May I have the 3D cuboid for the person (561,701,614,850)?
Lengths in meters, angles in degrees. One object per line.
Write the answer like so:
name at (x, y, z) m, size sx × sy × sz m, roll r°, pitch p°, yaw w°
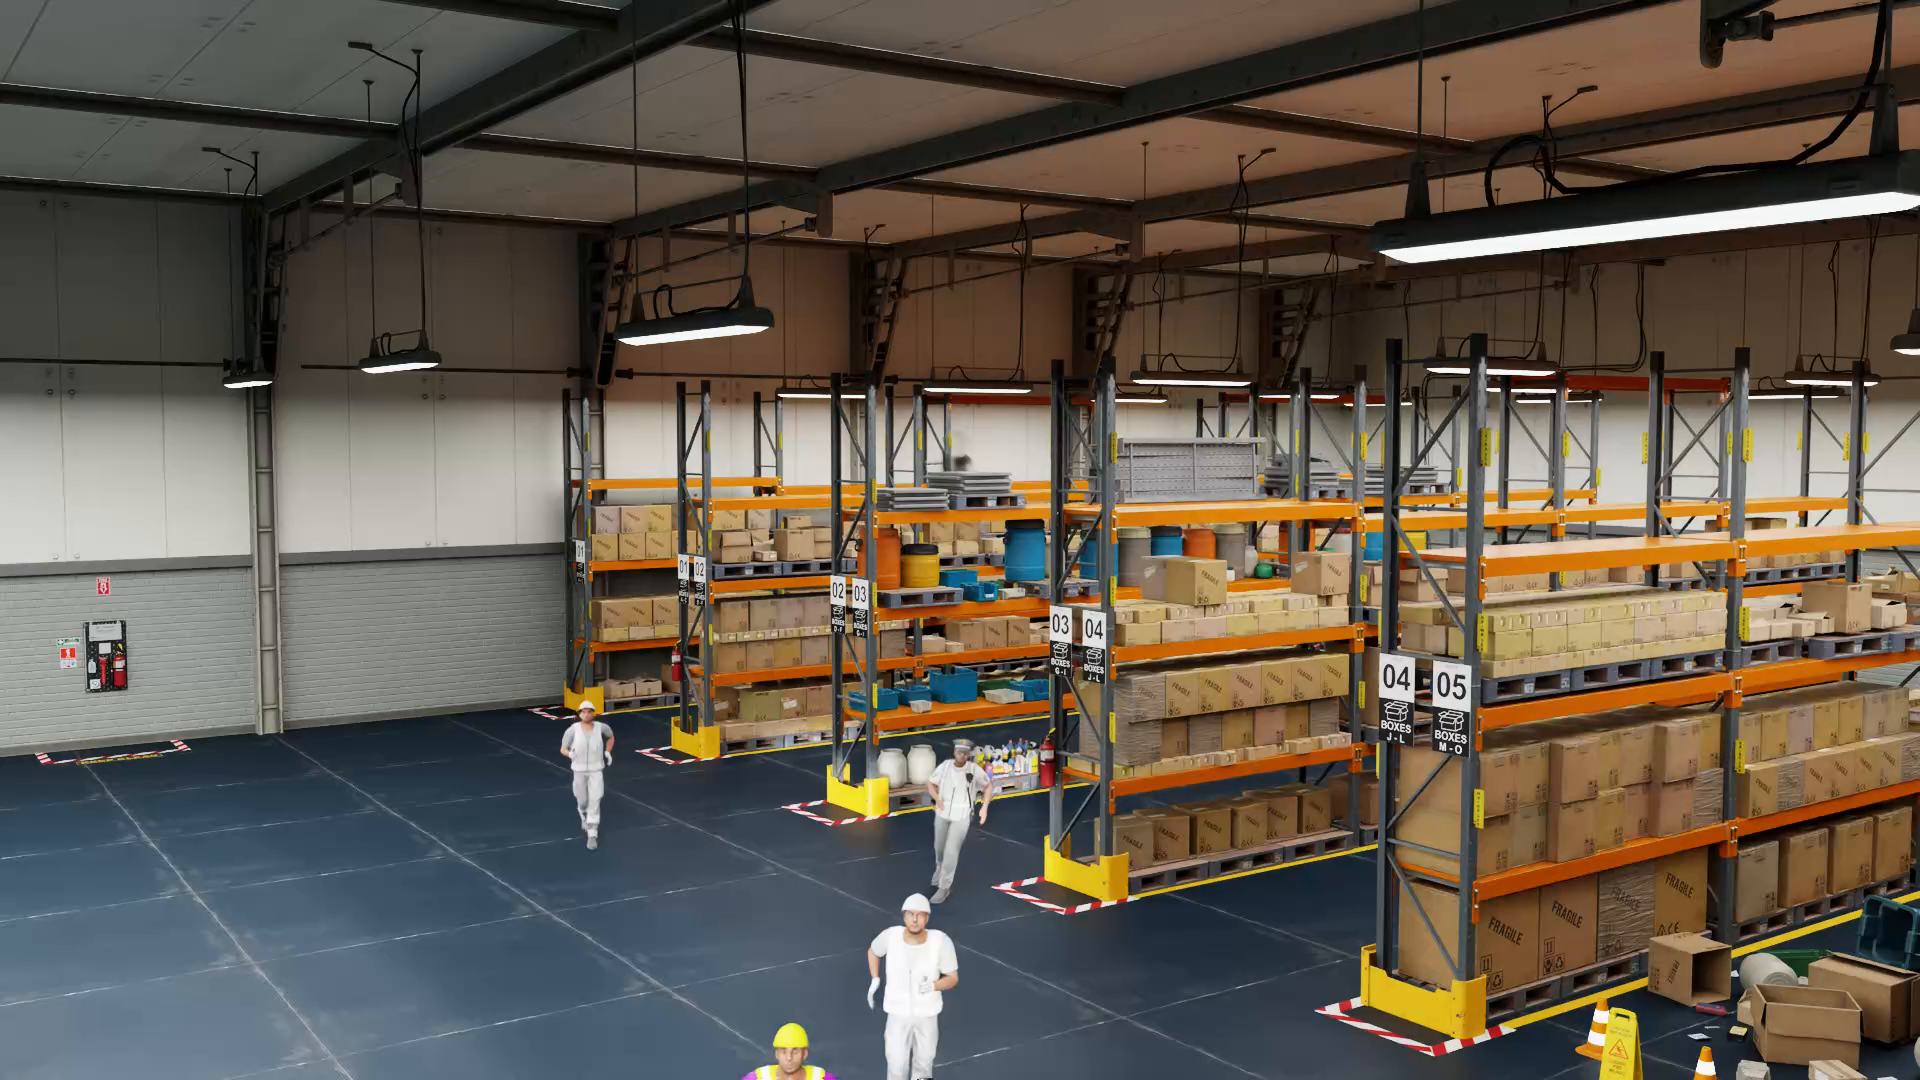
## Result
person at (-4.675, 2.907, 20.893) m, size 0.656 × 1.786 × 0.987 m, roll -1°, pitch 4°, yaw -12°

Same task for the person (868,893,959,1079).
person at (-0.344, 3.493, 12.175) m, size 0.669 × 1.812 × 0.695 m, roll 0°, pitch 4°, yaw -2°

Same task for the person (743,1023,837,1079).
person at (-1.006, 3.684, 9.796) m, size 0.722 × 1.728 × 0.603 m, roll 0°, pitch 4°, yaw -4°

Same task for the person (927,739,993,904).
person at (-0.033, 3.086, 18.566) m, size 0.735 × 1.773 × 0.896 m, roll 1°, pitch 4°, yaw 14°
